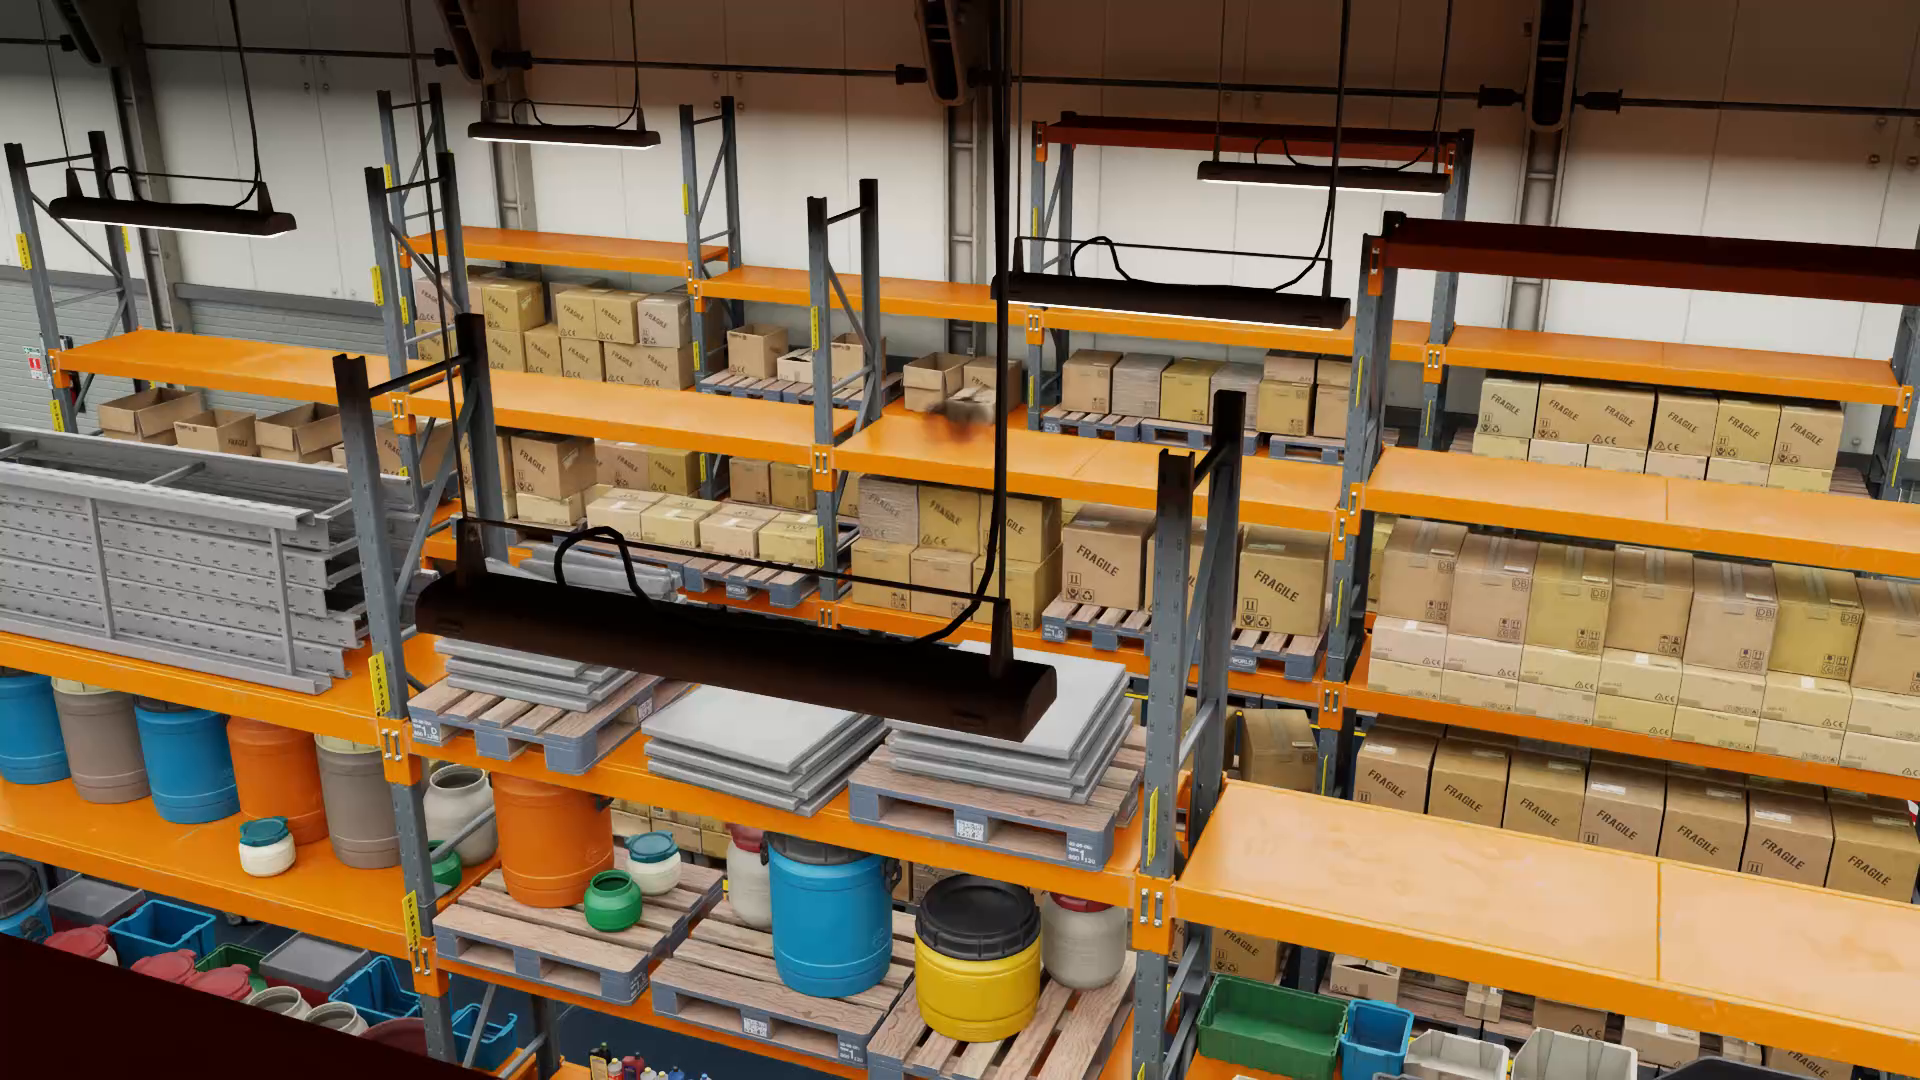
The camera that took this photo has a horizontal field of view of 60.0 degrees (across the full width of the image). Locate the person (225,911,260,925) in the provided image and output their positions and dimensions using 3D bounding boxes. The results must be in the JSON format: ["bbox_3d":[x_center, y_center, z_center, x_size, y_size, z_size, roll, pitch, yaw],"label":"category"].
[{"bbox_3d":[-6.012,2.354,13.748,0.628,1.810,0.396,1,21,2],"label":"person"}]
